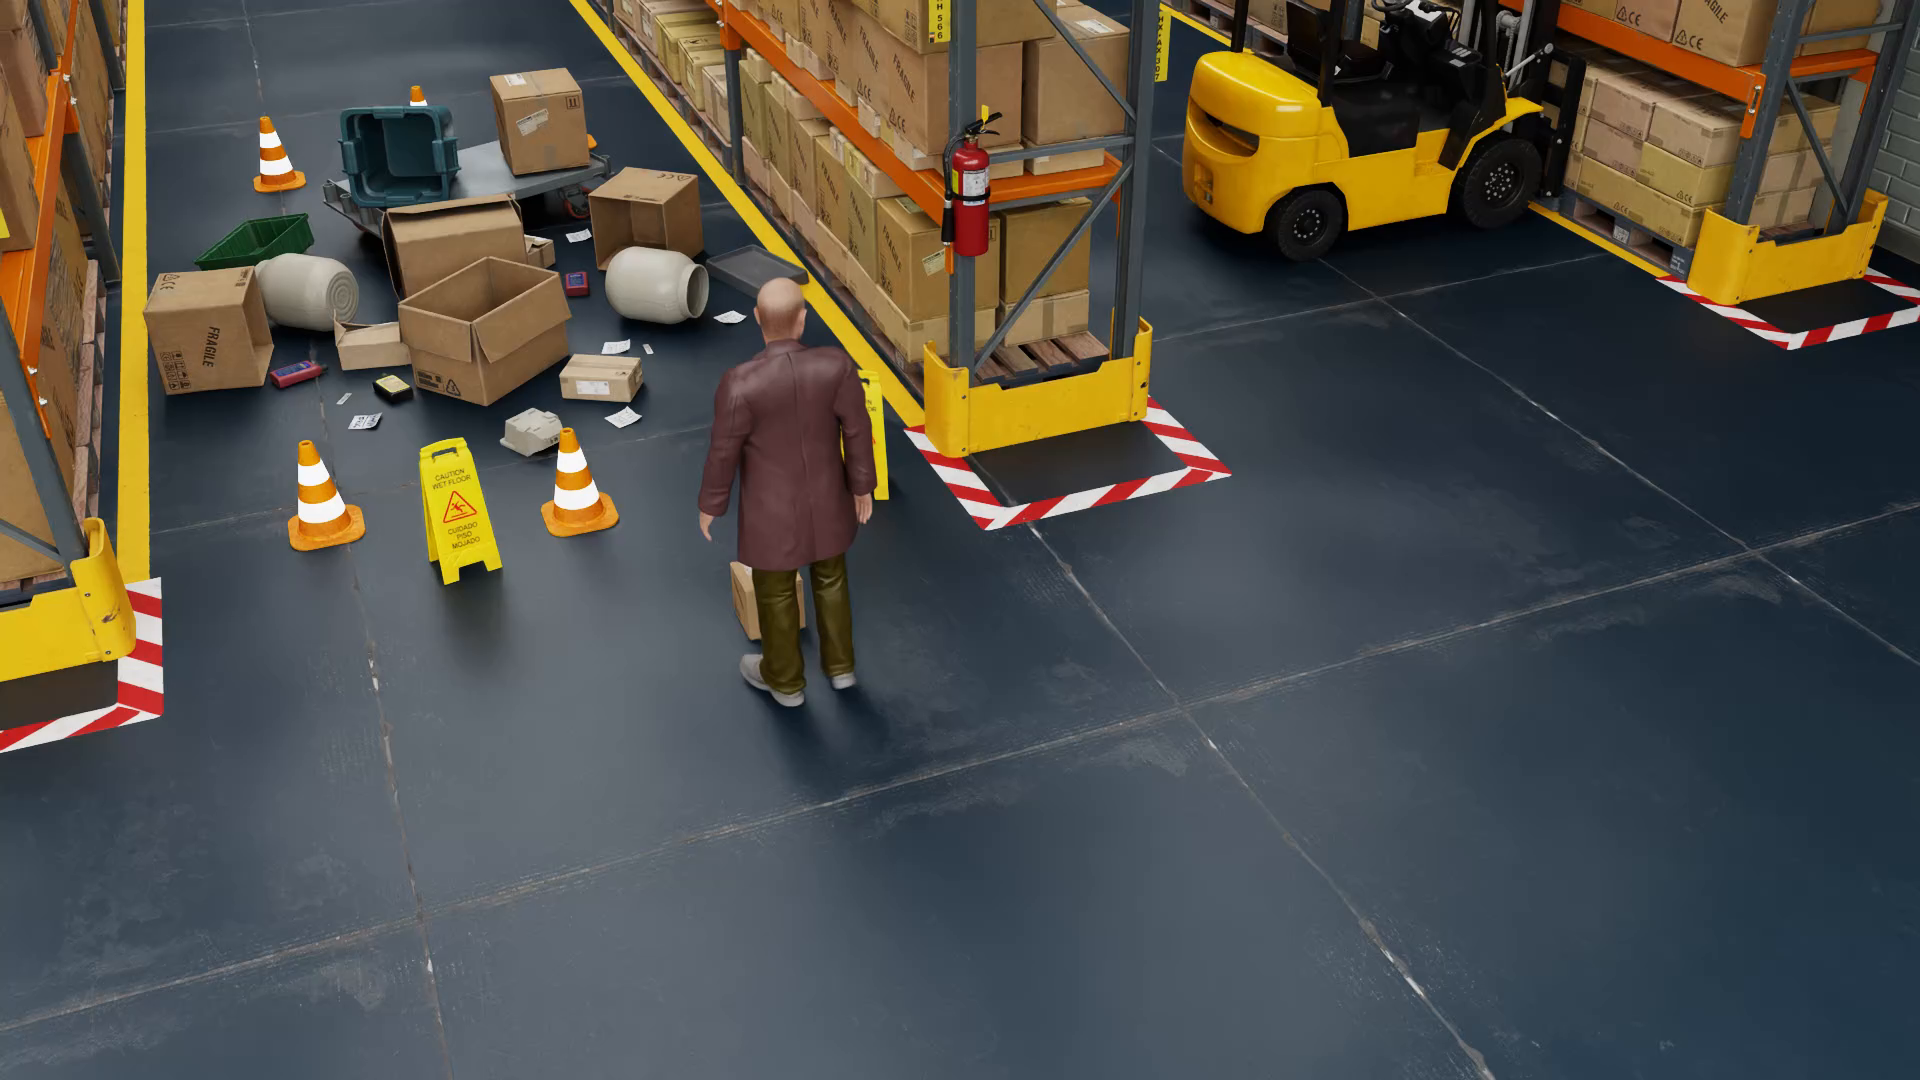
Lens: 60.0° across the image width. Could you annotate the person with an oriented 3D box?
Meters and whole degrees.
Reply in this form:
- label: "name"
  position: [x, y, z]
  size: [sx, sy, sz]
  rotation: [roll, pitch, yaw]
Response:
- label: "person"
  position: [-0.674, -0.145, 6.381]
  size: [0.672, 1.819, 0.404]
  rotation: [-17, 37, -25]
